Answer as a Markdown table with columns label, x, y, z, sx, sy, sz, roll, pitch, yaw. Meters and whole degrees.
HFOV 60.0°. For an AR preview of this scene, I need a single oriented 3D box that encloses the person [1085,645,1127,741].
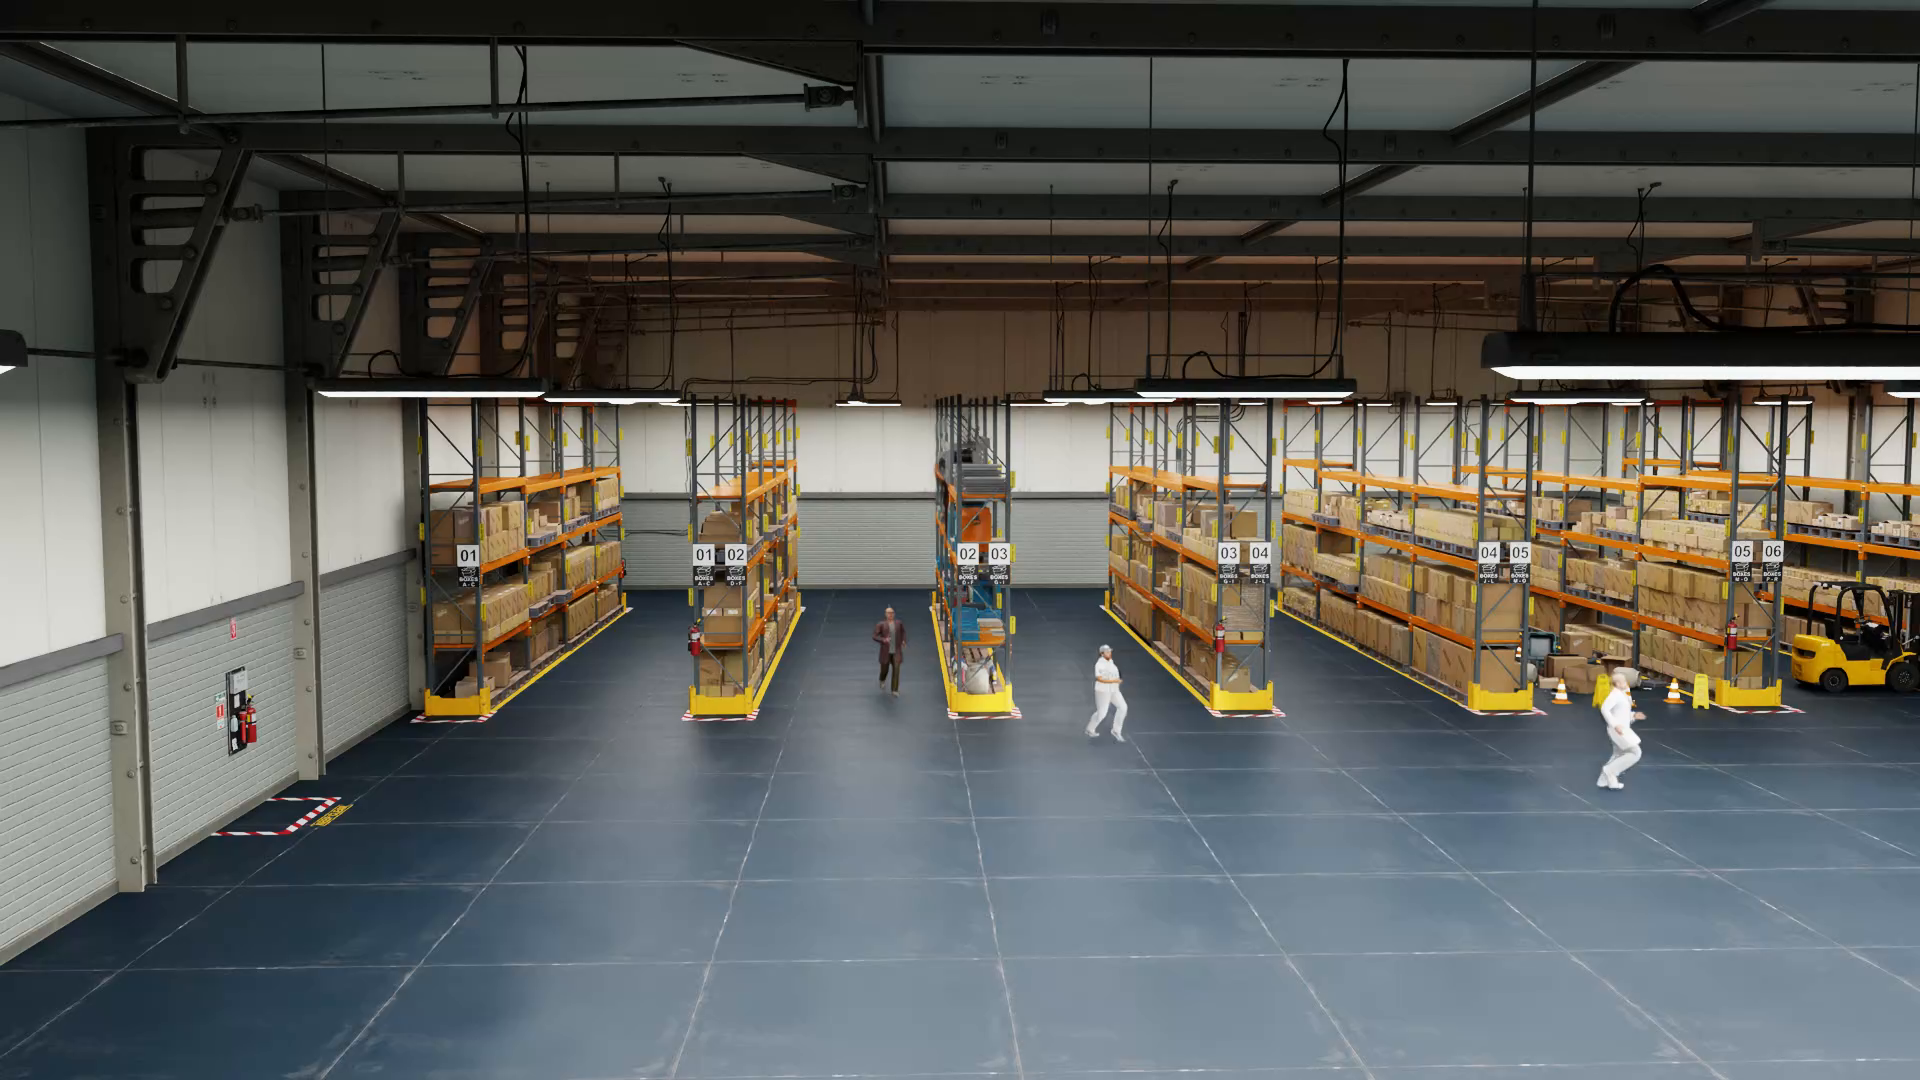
| label | x | y | z | sx | sy | sz | roll | pitch | yaw |
| --- | --- | --- | --- | --- | --- | --- | --- | --- | --- |
| person | 2.534 | 2.654 | 28.799 | 0.733 | 1.703 | 0.608 | 4 | 6 | 38 |

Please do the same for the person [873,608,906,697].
| label | x | y | z | sx | sy | sz | roll | pitch | yaw |
| --- | --- | --- | --- | --- | --- | --- | --- | --- | --- |
| person | -1.391 | 2.228 | 33.252 | 0.721 | 1.750 | 0.958 | -1 | 5 | -14 |

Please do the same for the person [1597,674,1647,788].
| label | x | y | z | sx | sy | sz | roll | pitch | yaw |
| --- | --- | --- | --- | --- | --- | --- | --- | --- | --- |
| person | 9.948 | 2.878 | 24.969 | 0.672 | 1.740 | 0.690 | 2 | 5 | 20 |

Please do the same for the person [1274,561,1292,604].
| label | x | y | z | sx | sy | sz | roll | pitch | yaw |
| --- | --- | --- | --- | --- | --- | --- | --- | --- | --- |
| person | 9.640 | 1.054 | 48.894 | 0.706 | 1.683 | 0.705 | -1 | 5 | -12 |
